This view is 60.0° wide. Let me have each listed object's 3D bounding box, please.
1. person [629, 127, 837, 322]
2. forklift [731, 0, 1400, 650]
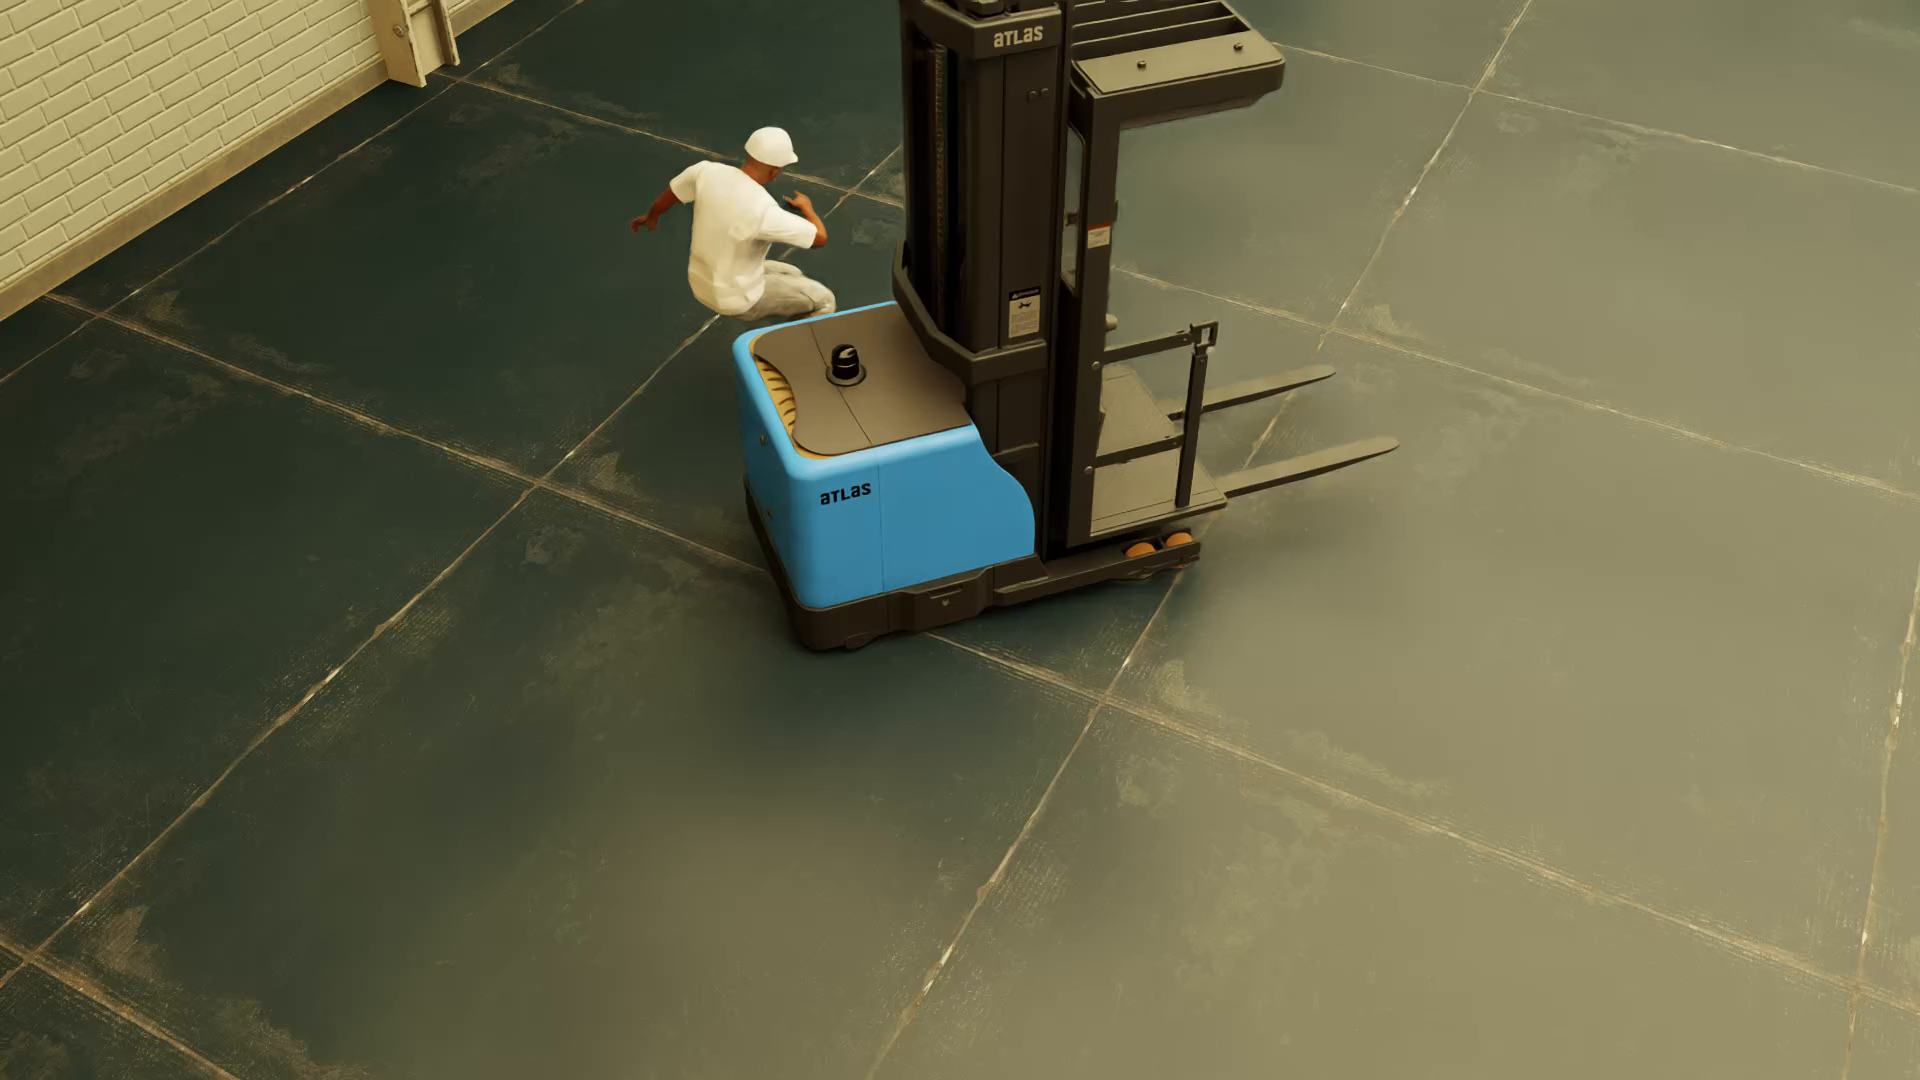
[{"bbox_3d":[-0.983,-1.487,8.351,0.960,1.487,1.050,-31,52,-29],"label":"person"},{"bbox_3d":[0.571,-1.216,6.945,3.031,2.935,1.130,-14,45,-15],"label":"forklift"}]
